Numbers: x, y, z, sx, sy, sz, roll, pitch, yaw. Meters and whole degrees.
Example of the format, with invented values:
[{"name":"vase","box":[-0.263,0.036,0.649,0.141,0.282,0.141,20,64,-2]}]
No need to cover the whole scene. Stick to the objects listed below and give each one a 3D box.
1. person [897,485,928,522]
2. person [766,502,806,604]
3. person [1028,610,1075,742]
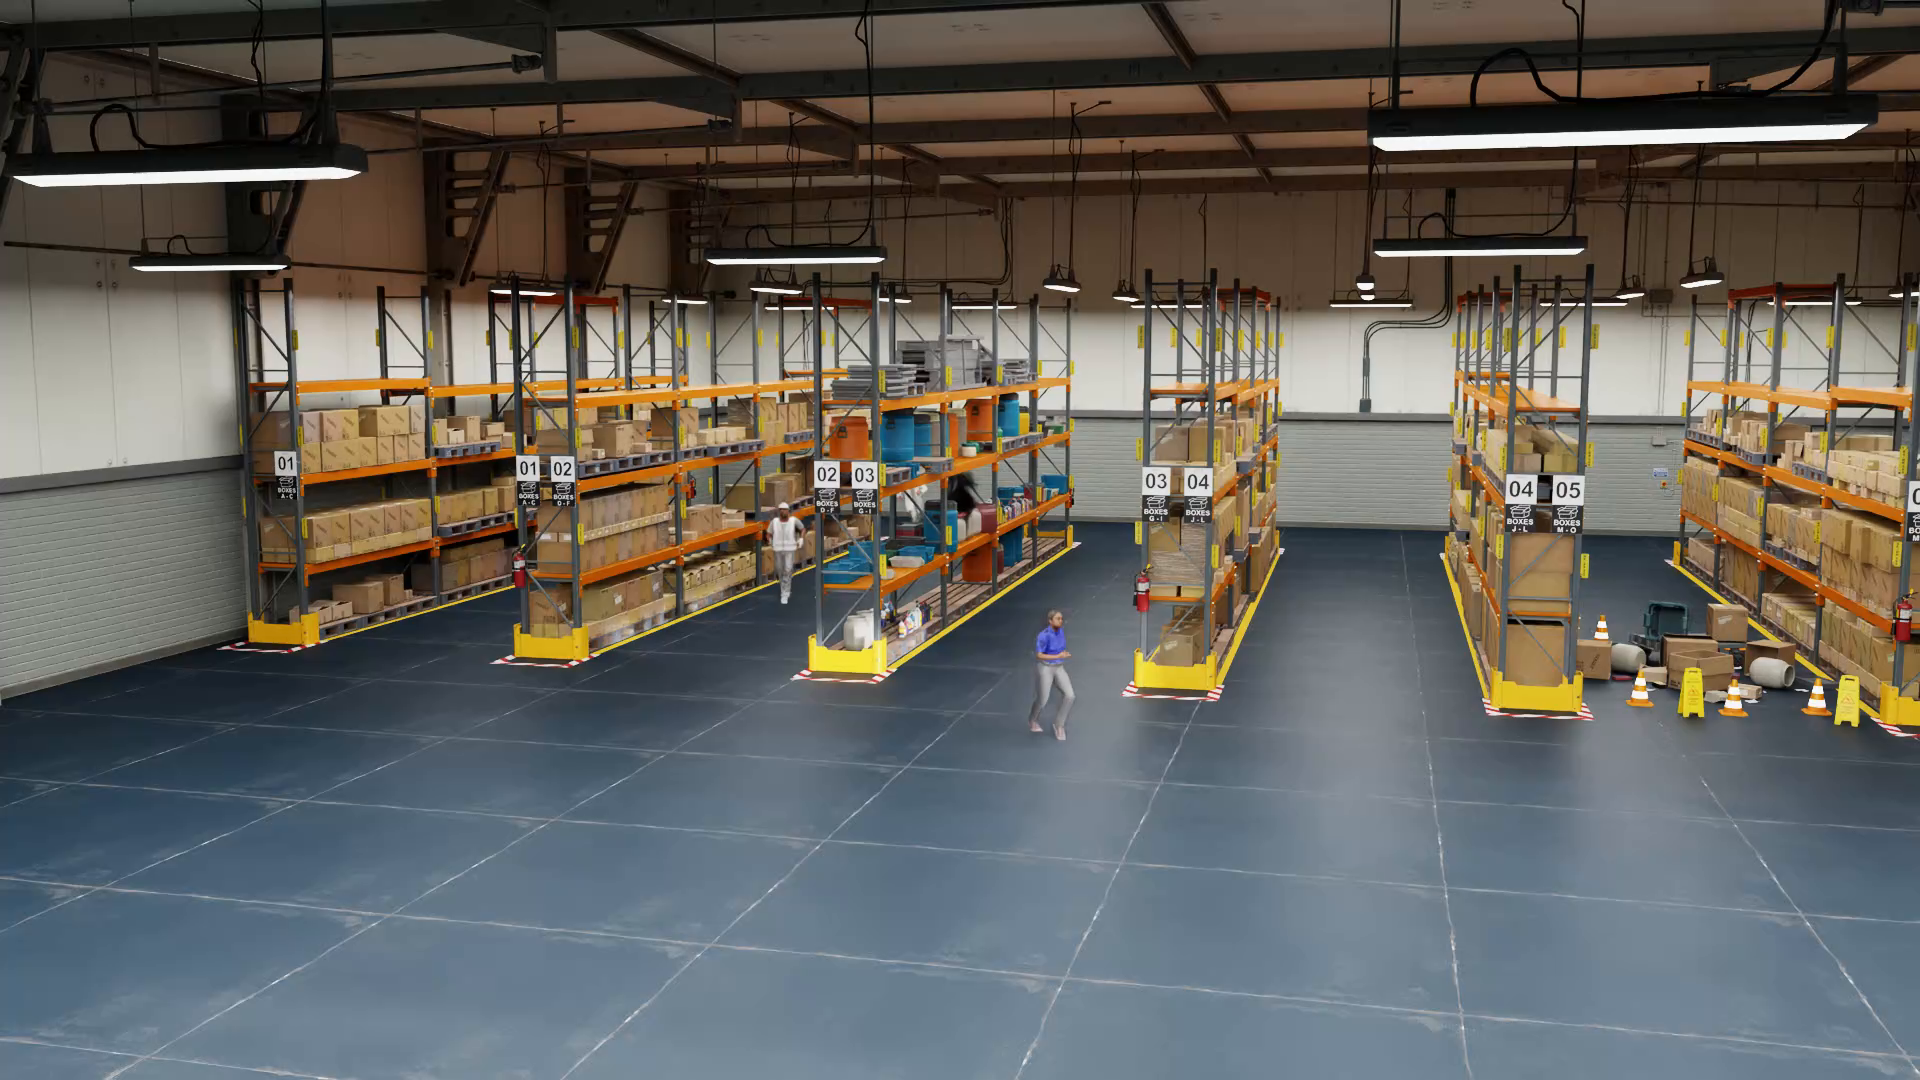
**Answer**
[{"name":"person","box":[-1.196,-0.903,42.016,0.740,1.818,0.917,-2,7,-16]},{"name":"person","box":[-3.190,0.211,30.170,0.670,1.785,0.923,1,7,5]},{"name":"person","box":[1.140,1.689,20.945,0.600,1.671,0.821,-5,9,-38]}]
